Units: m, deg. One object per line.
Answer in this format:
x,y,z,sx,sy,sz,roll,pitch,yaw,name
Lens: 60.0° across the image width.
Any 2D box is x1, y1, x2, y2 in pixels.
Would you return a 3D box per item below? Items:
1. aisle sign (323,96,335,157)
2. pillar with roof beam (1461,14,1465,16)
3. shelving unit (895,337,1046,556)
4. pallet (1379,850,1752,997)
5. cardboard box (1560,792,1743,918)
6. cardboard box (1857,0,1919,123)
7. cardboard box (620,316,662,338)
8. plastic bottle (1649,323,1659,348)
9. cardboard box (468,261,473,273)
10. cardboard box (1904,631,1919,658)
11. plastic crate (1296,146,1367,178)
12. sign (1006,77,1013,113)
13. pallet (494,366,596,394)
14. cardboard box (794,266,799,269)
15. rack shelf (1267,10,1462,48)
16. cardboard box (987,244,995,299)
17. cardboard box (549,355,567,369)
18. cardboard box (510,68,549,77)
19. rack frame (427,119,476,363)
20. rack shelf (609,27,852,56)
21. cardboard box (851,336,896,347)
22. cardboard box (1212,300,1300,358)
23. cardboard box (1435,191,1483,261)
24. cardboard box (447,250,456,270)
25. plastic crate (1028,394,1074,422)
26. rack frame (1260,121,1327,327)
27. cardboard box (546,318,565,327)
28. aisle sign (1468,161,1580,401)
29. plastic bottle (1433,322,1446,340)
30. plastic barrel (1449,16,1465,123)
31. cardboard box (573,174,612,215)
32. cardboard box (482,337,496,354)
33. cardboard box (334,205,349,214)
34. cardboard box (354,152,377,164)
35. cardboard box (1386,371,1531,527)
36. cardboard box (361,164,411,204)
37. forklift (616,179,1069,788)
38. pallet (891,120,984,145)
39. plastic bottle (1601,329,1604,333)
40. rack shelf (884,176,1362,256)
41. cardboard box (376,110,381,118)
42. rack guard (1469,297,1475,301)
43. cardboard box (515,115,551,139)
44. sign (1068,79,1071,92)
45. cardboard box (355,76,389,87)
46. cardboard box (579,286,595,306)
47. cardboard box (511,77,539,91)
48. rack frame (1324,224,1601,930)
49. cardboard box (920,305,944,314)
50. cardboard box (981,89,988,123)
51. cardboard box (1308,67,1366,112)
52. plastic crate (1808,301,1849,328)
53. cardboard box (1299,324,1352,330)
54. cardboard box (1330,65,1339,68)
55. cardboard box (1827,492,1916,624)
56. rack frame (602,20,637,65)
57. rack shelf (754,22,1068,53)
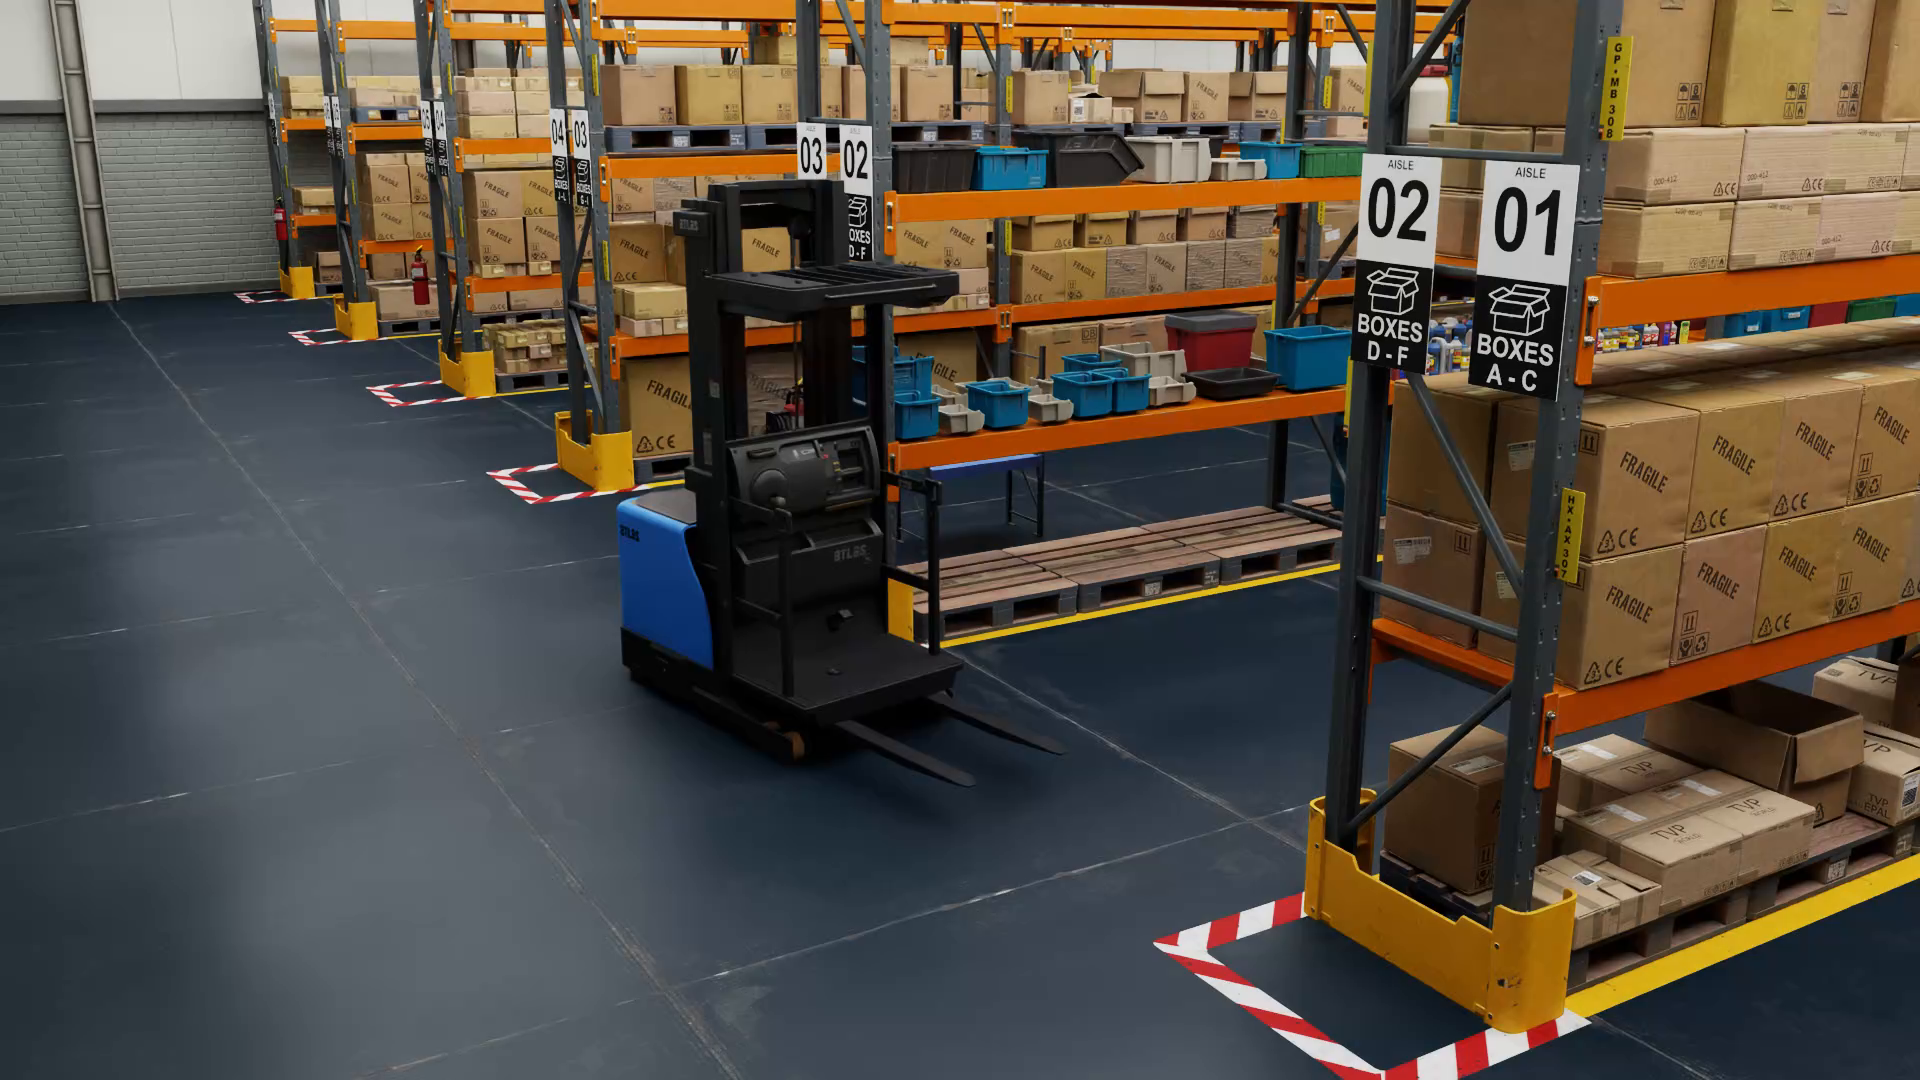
-8.579,-5.623,22.595,0.004,0.787,0.394,-9,18,-30,aisle sign
14.240,-11.354,36.742,0.400,9.000,9.100,-9,18,-30,pillar with roof beam
0.073,-0.734,12.750,1.048,1.500,0.538,-9,18,-30,shelving unit
2.593,1.497,7.178,1.213,0.211,1.003,-9,18,-30,pallet
2.885,1.309,6.963,0.500,0.250,0.500,-9,18,-30,cardboard box
3.599,-1.965,6.768,0.500,0.500,0.700,-9,18,-30,cardboard box
-2.780,-1.869,14.484,0.250,0.149,0.380,-9,18,-29,cardboard box
5.721,-1.688,13.743,0.097,0.201,0.097,0,16,0,plastic bottle
-5.588,-3.168,19.119,0.250,0.149,0.380,-9,18,-30,cardboard box
5.549,0.577,9.111,0.500,0.500,0.500,-9,18,-30,cardboard box
2.518,-2.640,11.606,0.662,0.188,0.450,-9,18,-30,plastic crate
0.462,-4.176,15.587,0.005,0.325,0.100,-9,18,-30,sign
-4.942,-1.951,19.478,1.213,0.211,1.003,-9,18,-30,pallet
-1.660,-2.431,15.751,0.500,0.250,0.500,-9,18,-30,cardboard box
5.318,-5.756,18.847,4.000,0.370,1.077,-9,18,-30,rack shelf
0.435,-2.749,16.974,0.500,0.500,0.500,-9,18,-30,cardboard box
-4.716,-2.098,19.340,0.250,0.149,0.380,-9,18,-29,cardboard box
-6.068,-6.415,23.525,0.637,0.503,0.797,-8,17,-25,cardboard box
-5.722,-3.178,18.690,0.127,3.000,1.000,-9,18,-30,rack frame
-3.214,-7.493,25.043,4.000,0.370,1.077,-9,18,-30,rack shelf
-1.204,-1.553,16.053,0.875,0.875,0.875,-9,18,-30,cardboard box
3.001,-2.217,18.419,0.875,0.875,1.225,-10,19,-32,cardboard box
2.149,-1.229,6.456,0.500,0.250,0.500,-9,18,-30,cardboard box
-8.701,-4.773,28.233,0.500,0.500,0.700,-10,19,-32,cardboard box
0.577,-0.850,10.764,0.298,0.136,0.250,-9,18,-30,plastic crate
3.604,-3.129,18.514,0.127,3.000,1.000,-9,18,-30,rack frame
-4.742,-2.535,19.796,0.250,0.149,0.380,-10,19,-32,cardboard box
1.937,-0.898,5.741,0.004,0.787,0.394,-9,18,-30,aisle sign
3.838,-1.608,13.326,0.097,0.271,0.097,0,16,0,plastic bottle
4.110,-3.587,12.885,0.708,0.901,0.600,-9,18,-30,plastic barrel
-4.313,-3.991,19.000,0.500,0.500,0.500,-10,18,-31,cardboard box
-5.416,-2.290,19.476,0.250,0.149,0.380,-10,18,-31,cardboard box
-10.092,-5.409,27.115,0.250,0.149,0.380,-9,18,-30,cardboard box
-8.153,-5.248,22.833,0.250,0.149,0.380,-9,18,-29,cardboard box
2.085,-0.379,6.667,0.500,0.500,0.500,-9,18,-30,cardboard box
-7.799,-4.840,22.580,0.500,0.500,0.500,-10,18,-31,cardboard box
-0.693,-0.393,8.880,1.130,2.935,3.031,-13,20,-39,forklift
-0.532,-3.863,15.740,1.213,0.211,1.003,-9,18,-30,pallet
5.617,-1.938,14.495,0.135,0.276,0.152,-9,18,-30,plastic bottle
1.011,-2.247,11.142,4.000,0.370,1.077,-9,18,-30,rack shelf
-9.417,-6.943,27.029,0.250,0.149,0.380,-9,18,-30,cardboard box
8.014,-4.202,26.974,0.348,0.500,1.175,-9,18,-30,rack guard
-4.752,-4.626,18.575,0.500,0.250,0.500,-9,18,-28,cardboard box
1.414,-5.858,21.734,0.005,0.325,0.100,-9,18,-30,sign
-9.538,-7.356,26.839,0.500,0.250,0.500,-10,18,-31,cardboard box
-5.522,-3.772,24.776,0.875,0.438,0.875,-10,18,-31,cardboard box
-4.829,-5.027,18.343,0.250,0.149,0.380,-9,18,-30,cardboard box
1.845,0.276,6.368,0.127,3.000,1.000,-9,18,-30,rack frame
-0.358,-2.262,15.887,0.250,0.149,0.380,-10,18,-31,cardboard box
0.355,-5.572,21.488,0.500,0.500,0.500,-9,18,-30,cardboard box
4.139,-4.868,18.049,0.500,0.500,0.500,-9,18,-29,cardboard box
7.697,-2.167,14.966,0.583,0.464,0.402,-9,18,-30,plastic crate
4.168,-2.235,19.140,0.500,0.500,0.700,-10,19,-33,cardboard box
5.270,-6.812,24.120,0.250,0.149,0.380,-9,18,-30,cardboard box
3.661,0.016,7.110,0.500,0.500,0.500,-9,18,-29,cardboard box
-4.929,-7.754,23.900,0.127,3.000,1.000,-9,18,-30,rack frame
-0.579,-6.362,21.007,4.000,0.370,1.077,-9,18,-30,rack shelf
